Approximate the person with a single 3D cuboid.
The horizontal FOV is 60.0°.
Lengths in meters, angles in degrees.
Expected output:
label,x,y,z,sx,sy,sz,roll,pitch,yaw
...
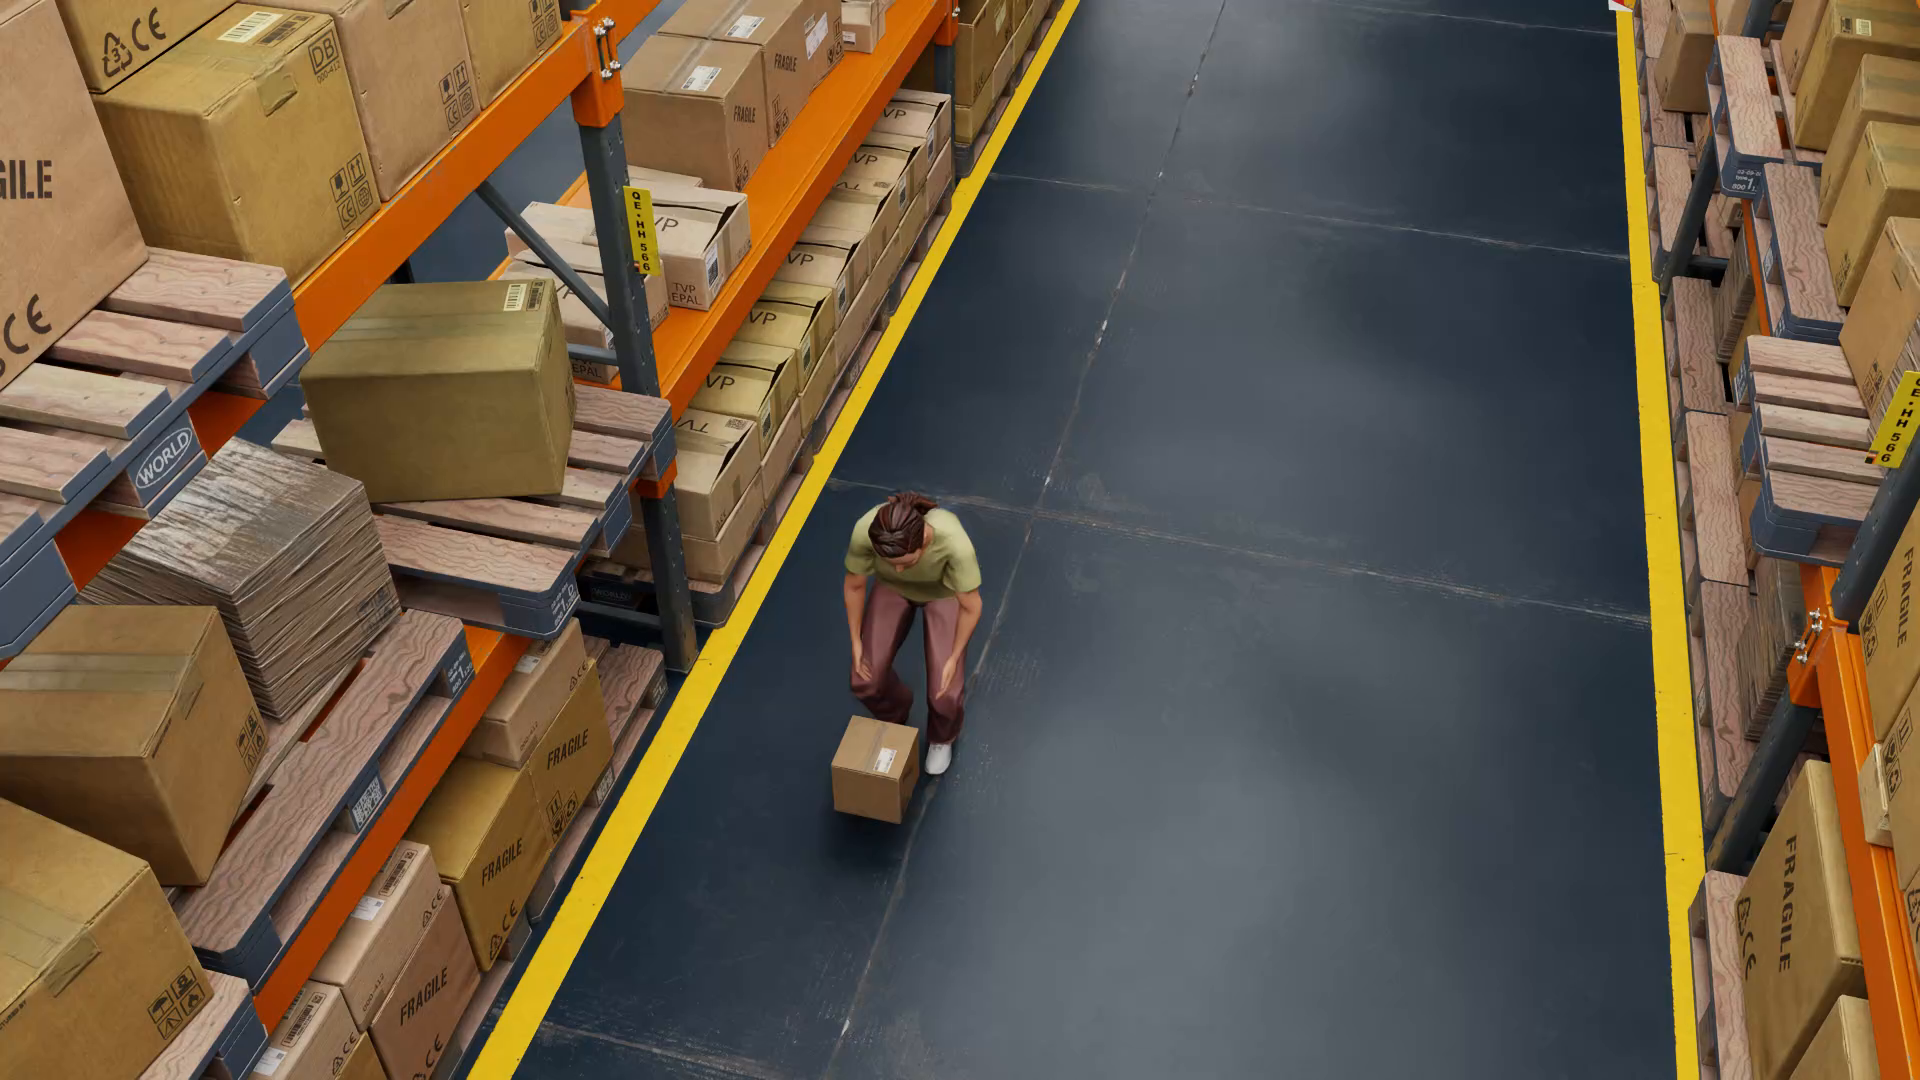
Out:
label,x,y,z,sx,sy,sz,roll,pitch,yaw
person,-0.151,0.289,6.050,0.510,1.391,0.634,11,42,12
